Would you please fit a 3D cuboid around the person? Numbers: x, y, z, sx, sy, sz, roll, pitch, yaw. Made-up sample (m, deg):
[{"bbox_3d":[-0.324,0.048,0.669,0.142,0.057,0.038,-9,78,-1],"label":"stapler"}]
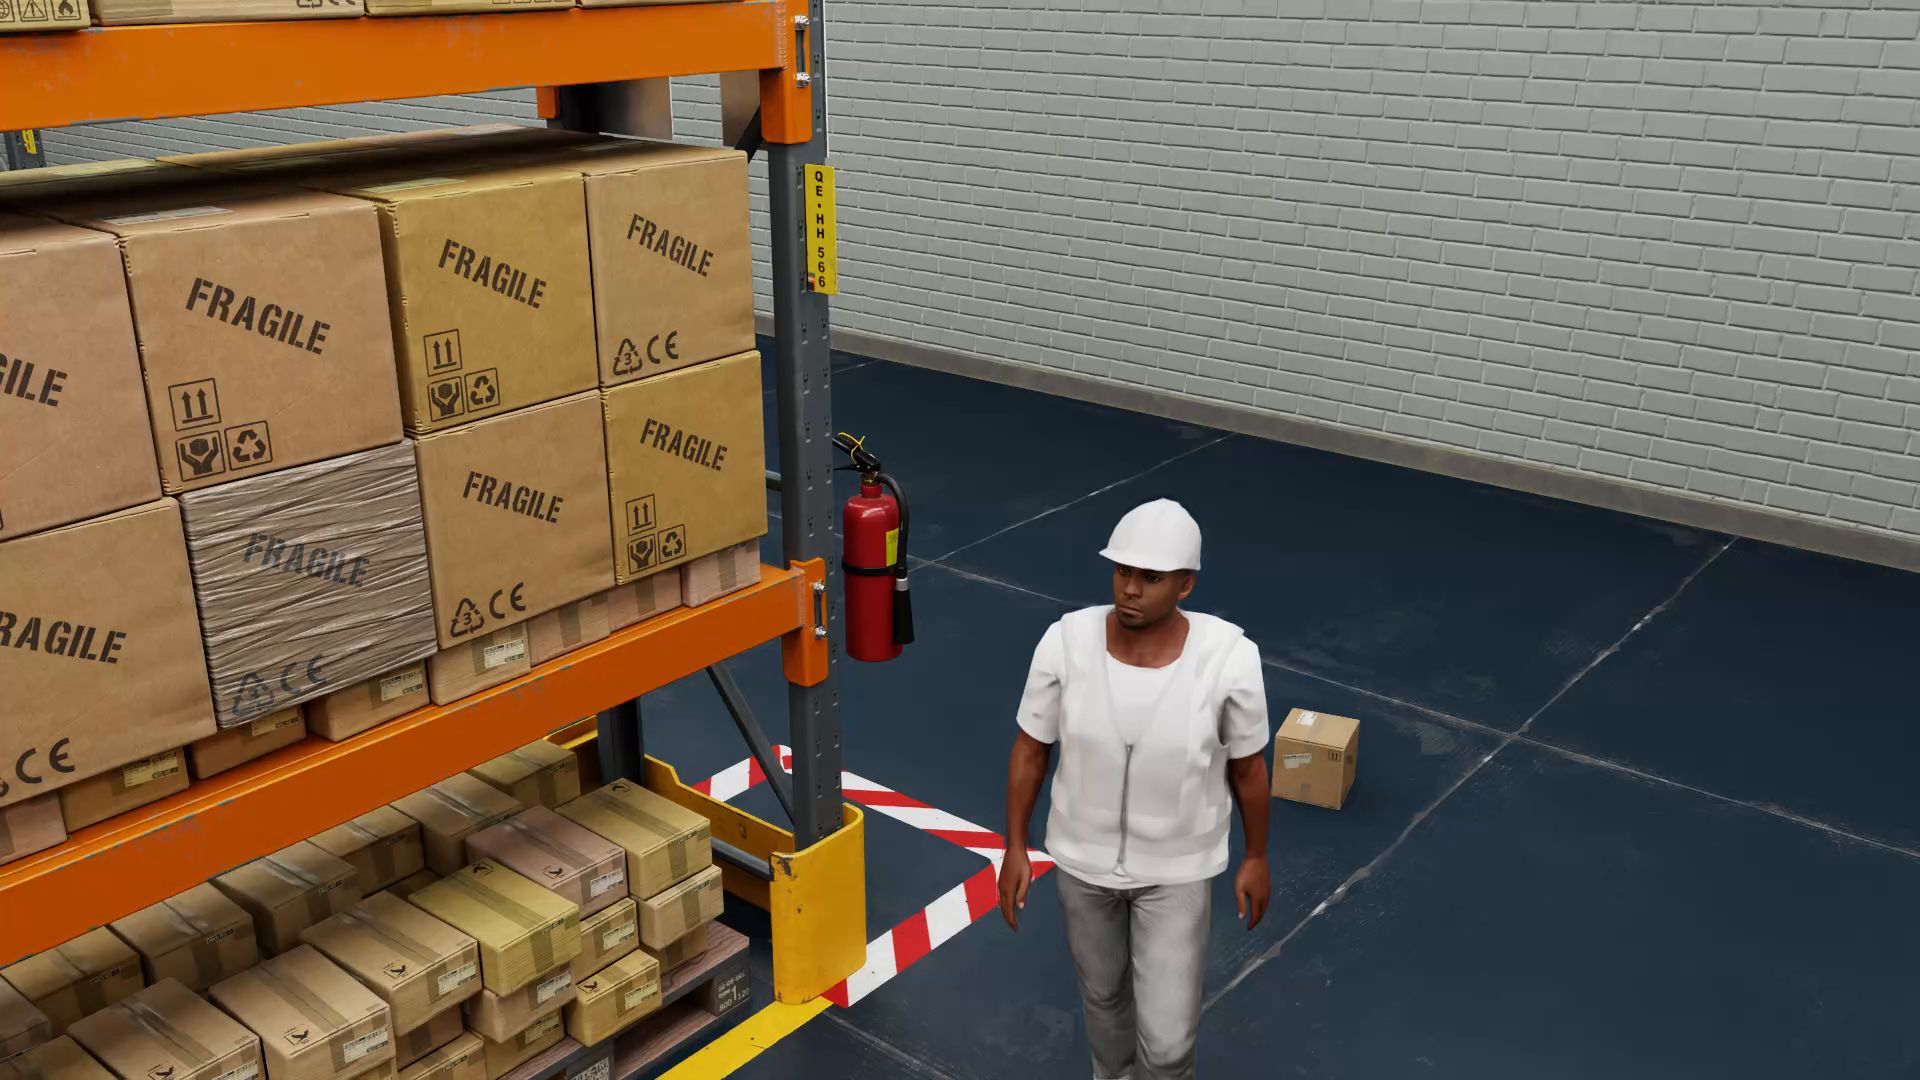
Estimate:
[{"bbox_3d":[0.403,0.789,3.911,0.621,1.829,0.607,7,21,18],"label":"person"}]
